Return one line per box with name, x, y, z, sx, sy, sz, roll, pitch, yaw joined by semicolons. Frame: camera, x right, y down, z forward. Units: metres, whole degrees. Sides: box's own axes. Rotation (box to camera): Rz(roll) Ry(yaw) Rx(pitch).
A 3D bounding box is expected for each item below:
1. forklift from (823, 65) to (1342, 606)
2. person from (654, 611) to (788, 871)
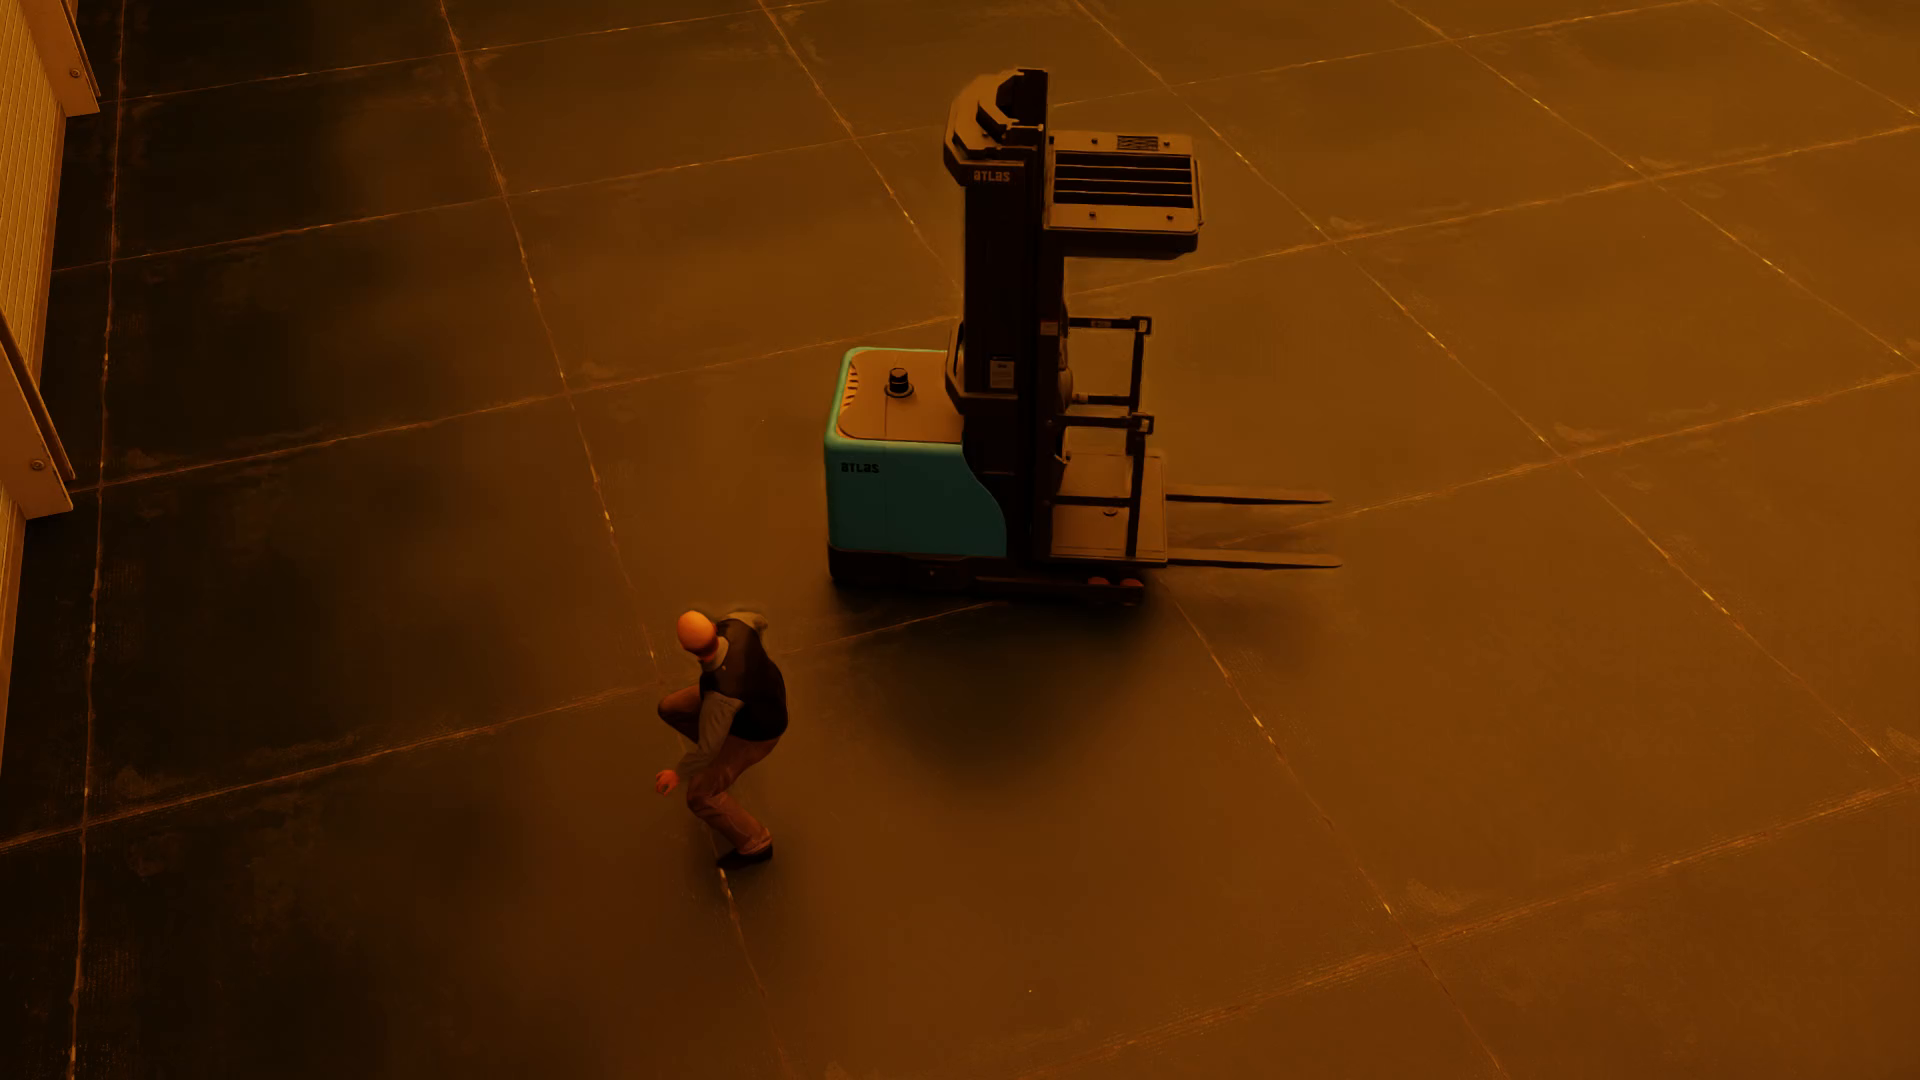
forklift;0.758;-1.089;9.293;3.031;2.935;1.130;3;40;3
person;-1.180;0.864;8.141;0.667;1.496;0.775;-5;40;-6
